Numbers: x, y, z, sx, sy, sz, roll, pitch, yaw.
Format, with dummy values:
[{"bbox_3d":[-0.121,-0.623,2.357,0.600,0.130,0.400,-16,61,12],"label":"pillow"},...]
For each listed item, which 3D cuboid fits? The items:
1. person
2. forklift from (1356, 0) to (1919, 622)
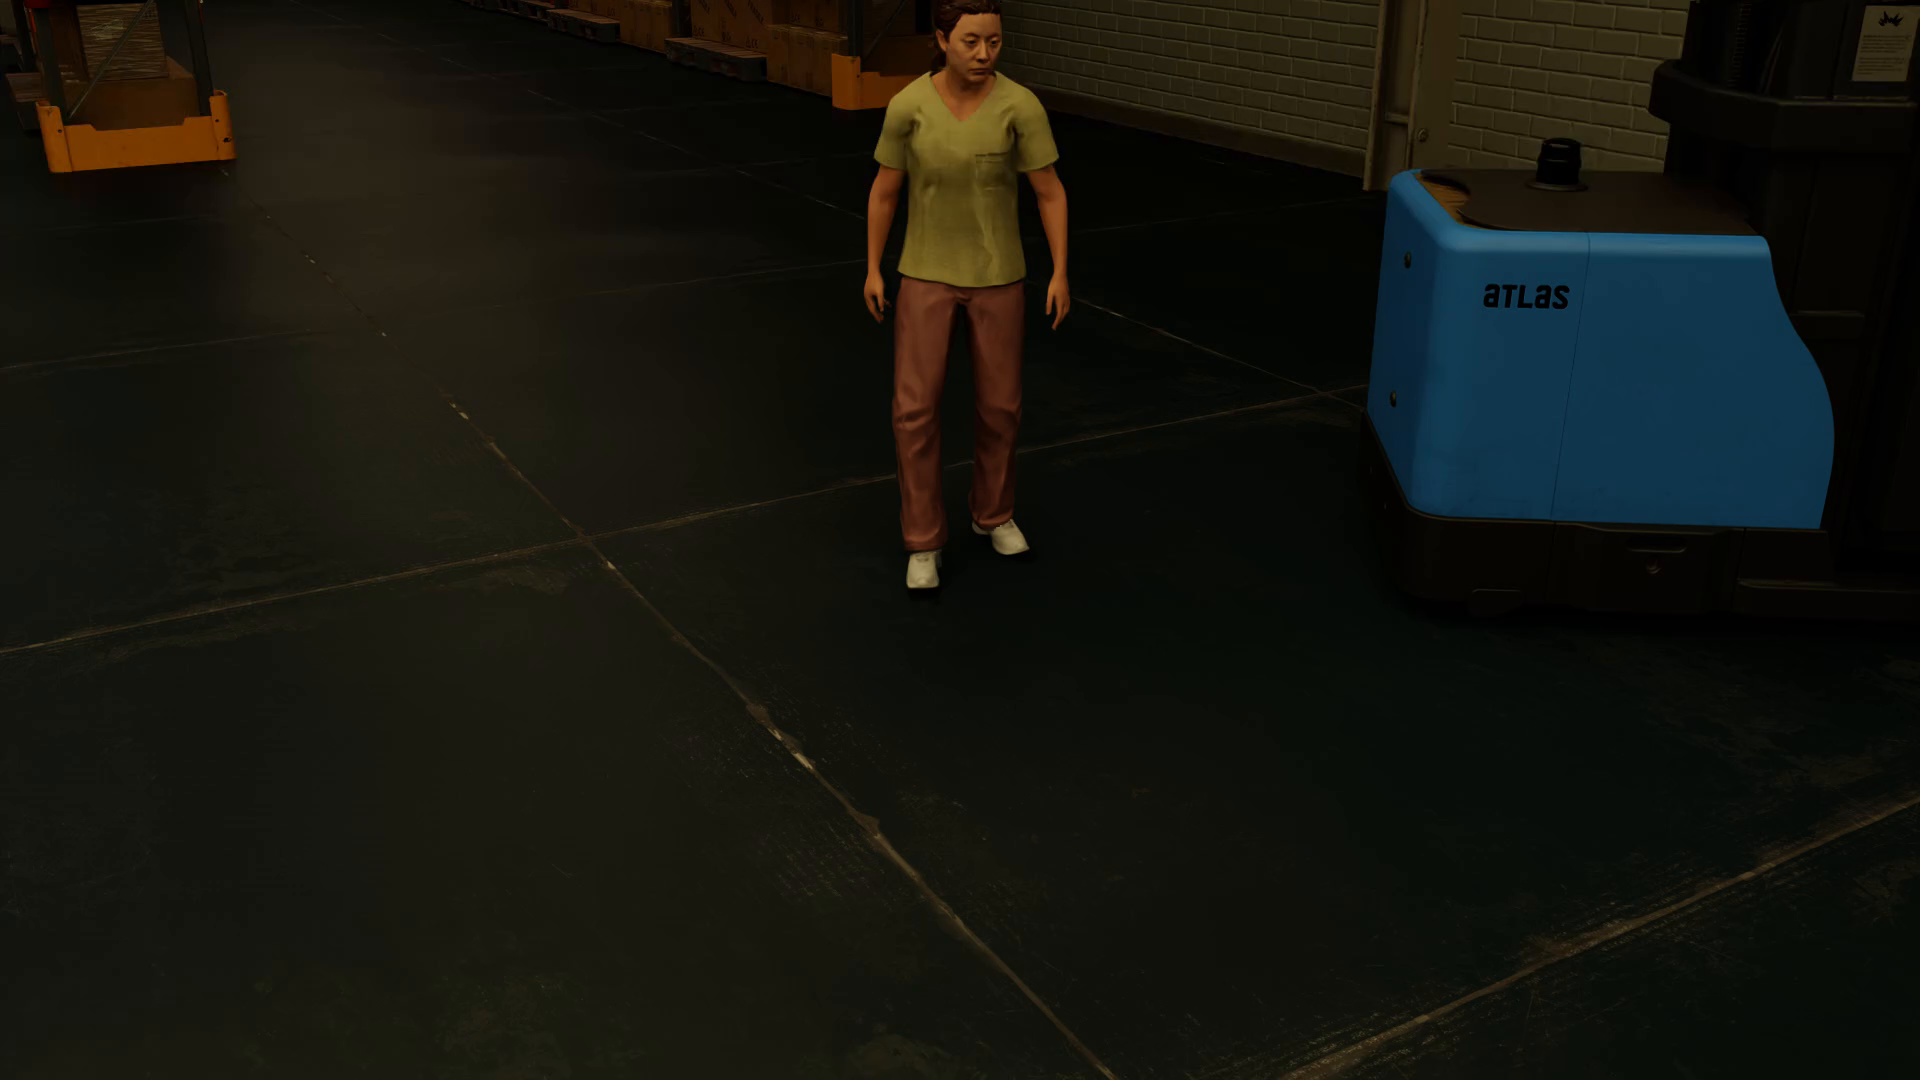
[{"bbox_3d":[0.017,-0.702,4.667,0.588,1.656,0.587,0,22,0],"label":"person"},{"bbox_3d":[2.762,-1.274,4.377,3.031,2.935,1.130,2,22,5],"label":"forklift"}]
